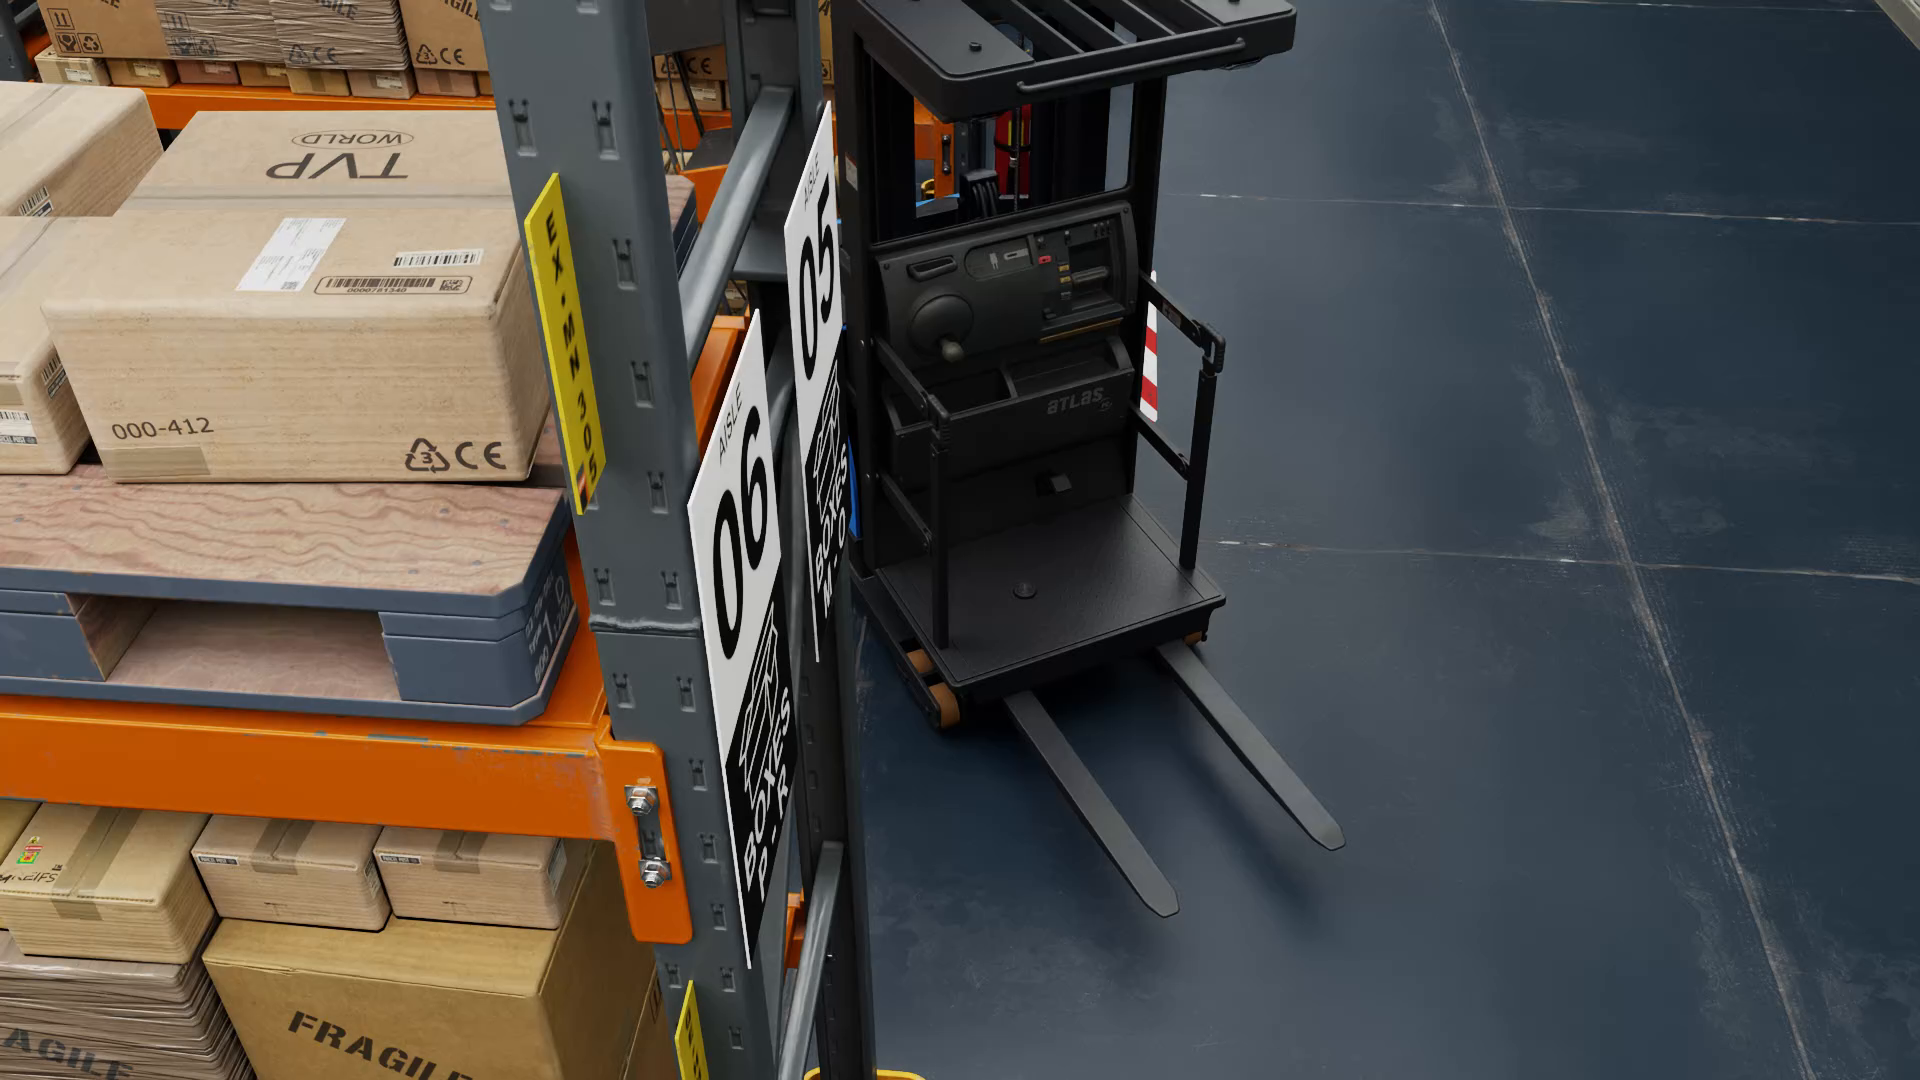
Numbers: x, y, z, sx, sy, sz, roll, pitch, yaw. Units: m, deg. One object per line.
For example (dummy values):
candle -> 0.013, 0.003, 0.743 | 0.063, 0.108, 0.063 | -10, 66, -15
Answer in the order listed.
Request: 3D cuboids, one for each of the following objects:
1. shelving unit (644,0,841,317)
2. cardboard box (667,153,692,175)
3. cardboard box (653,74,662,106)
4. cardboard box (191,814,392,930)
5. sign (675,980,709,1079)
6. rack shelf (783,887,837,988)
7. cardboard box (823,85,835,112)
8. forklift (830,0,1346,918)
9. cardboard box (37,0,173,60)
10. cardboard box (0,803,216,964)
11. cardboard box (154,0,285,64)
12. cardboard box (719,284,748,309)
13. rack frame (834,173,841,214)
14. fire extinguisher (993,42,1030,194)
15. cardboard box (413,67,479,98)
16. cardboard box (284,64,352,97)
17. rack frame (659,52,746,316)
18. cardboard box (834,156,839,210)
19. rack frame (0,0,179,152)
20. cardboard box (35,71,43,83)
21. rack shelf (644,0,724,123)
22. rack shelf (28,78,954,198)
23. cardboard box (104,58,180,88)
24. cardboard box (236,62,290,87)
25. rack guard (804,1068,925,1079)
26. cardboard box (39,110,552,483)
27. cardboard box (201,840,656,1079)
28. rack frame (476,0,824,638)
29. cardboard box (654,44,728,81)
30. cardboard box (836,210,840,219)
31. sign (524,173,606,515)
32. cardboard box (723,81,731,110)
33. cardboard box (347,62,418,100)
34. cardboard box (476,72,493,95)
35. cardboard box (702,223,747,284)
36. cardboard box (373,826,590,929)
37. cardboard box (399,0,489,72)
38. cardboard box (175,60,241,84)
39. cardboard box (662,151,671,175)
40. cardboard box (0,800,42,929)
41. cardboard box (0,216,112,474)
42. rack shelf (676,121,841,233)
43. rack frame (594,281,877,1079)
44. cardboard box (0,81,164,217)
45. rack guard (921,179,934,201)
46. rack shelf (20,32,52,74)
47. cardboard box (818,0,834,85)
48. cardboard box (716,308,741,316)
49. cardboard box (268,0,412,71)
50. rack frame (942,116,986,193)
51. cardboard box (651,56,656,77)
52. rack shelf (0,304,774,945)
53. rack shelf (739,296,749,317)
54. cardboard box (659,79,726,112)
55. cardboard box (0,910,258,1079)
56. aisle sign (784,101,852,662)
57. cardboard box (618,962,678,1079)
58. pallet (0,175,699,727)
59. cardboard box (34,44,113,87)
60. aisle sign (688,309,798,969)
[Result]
shelving unit -> -0.805, -1.427, 6.774 | 0.503, 2.100, 0.431 | -5, 37, 14
cardboard box -> -1.256, -1.689, 7.903 | 0.250, 0.149, 0.380 | 1, 39, 2
cardboard box -> -1.345, -1.979, 7.005 | 0.250, 0.149, 0.380 | 2, 39, 2
cardboard box -> -0.940, 0.385, 2.516 | 0.250, 0.149, 0.380 | 4, 39, 5
sign -> -0.371, 0.755, 2.342 | 0.005, 0.325, 0.100 | 3, 39, 4
rack shelf -> -2.303, 1.125, 3.561 | 4.000, 0.370, 1.077 | 3, 39, 4
cardboard box -> -0.578, -1.943, 6.960 | 0.250, 0.149, 0.380 | 3, 39, 4
forklift -> 0.266, -0.781, 5.388 | 1.130, 2.935, 3.031 | -17, 42, -19
cardboard box -> -3.497, -2.350, 6.946 | 0.500, 0.500, 0.500 | 2, 39, 3
cardboard box -> -1.205, 0.424, 2.468 | 0.250, 0.149, 0.380 | 3, 39, 3
cardboard box -> -3.004, -2.328, 6.919 | 0.500, 0.500, 0.500 | 3, 39, 4
cardboard box -> -1.052, -1.212, 7.553 | 0.250, 0.149, 0.380 | 2, 39, 2
rack frame -> -0.569, -1.450, 6.715 | 0.015, 2.100, 0.400 | -5, 37, 14
fire extinguisher -> 0.227, -1.685, 6.800 | 0.183, 0.674, 0.296 | 3, 39, 4
cardboard box -> -2.128, -2.036, 7.074 | 0.250, 0.149, 0.380 | 5, 39, 6
cardboard box -> -2.665, -2.040, 7.080 | 0.250, 0.149, 0.380 | 4, 39, 5
rack frame -> -1.041, -1.405, 6.832 | 0.015, 2.100, 0.400 | -5, 37, 14
cardboard box -> -0.477, -1.694, 7.909 | 0.250, 0.149, 0.380 | 1, 39, 2
rack frame -> -3.969, -2.381, 7.299 | 0.127, 3.000, 1.000 | 3, 39, 4
cardboard box -> -4.682, -2.072, 7.973 | 0.500, 0.250, 0.500 | 2, 39, 2
rack shelf -> -0.956, -1.960, 6.368 | 0.480, 0.518, 0.431 | -5, 37, 14
rack shelf -> -1.977, -1.993, 7.393 | 4.000, 0.370, 1.077 | 3, 39, 4
cardboard box -> -3.451, -2.095, 7.147 | 0.250, 0.149, 0.380 | 4, 39, 5
cardboard box -> -2.911, -2.095, 7.147 | 0.250, 0.149, 0.380 | 2, 39, 2
rack guard -> -0.286, 1.926, 3.988 | 0.348, 0.500, 1.175 | 3, 39, 4
cardboard box -> -0.766, -0.319, 2.097 | 0.500, 0.250, 0.500 | 0, 39, 0
cardboard box -> -0.811, 0.652, 2.701 | 0.500, 0.500, 0.500 | 4, 39, 5
rack frame -> -0.310, -1.371, 1.306 | 0.127, 3.000, 1.000 | 3, 39, 4
cardboard box -> -0.967, -2.211, 6.776 | 0.500, 0.500, 0.500 | 3, 39, 3
cardboard box -> -0.533, -1.321, 7.451 | 0.250, 0.149, 0.380 | 4, 39, 4
sign -> -0.371, -0.180, 1.580 | 0.005, 0.325, 0.100 | 3, 39, 4
cardboard box -> -0.829, -1.947, 6.965 | 0.250, 0.149, 0.380 | 3, 39, 3
cardboard box -> -2.399, -2.021, 7.056 | 0.250, 0.149, 0.380 | 5, 39, 6
cardboard box -> -1.875, -2.036, 7.074 | 0.250, 0.149, 0.380 | 4, 39, 5
cardboard box -> -1.048, -1.305, 7.431 | 0.250, 0.149, 0.380 | 2, 39, 3
cardboard box -> -0.685, 0.384, 2.518 | 0.250, 0.149, 0.380 | 4, 39, 4
cardboard box -> -1.968, -2.267, 6.844 | 0.500, 0.500, 0.500 | 5, 39, 6
cardboard box -> -3.181, -2.114, 7.170 | 0.250, 0.149, 0.380 | 2, 39, 2
cardboard box -> -1.531, -1.710, 7.929 | 0.250, 0.149, 0.380 | 5, 39, 6
cardboard box -> -1.452, 0.384, 2.517 | 0.250, 0.149, 0.380 | 4, 39, 5
cardboard box -> -1.191, -0.253, 2.095 | 0.250, 0.149, 0.380 | 0, 39, 0
rack shelf -> -0.802, -1.417, 6.782 | 0.480, 0.518, 0.431 | -5, 37, 14
rack frame -> -0.310, 0.955, 3.200 | 0.127, 3.000, 1.000 | 3, 39, 4
cardboard box -> -1.375, -0.516, 2.419 | 0.250, 0.149, 0.380 | 4, 39, 5
rack guard -> -0.060, -1.198, 7.826 | 0.348, 0.500, 1.175 | 3, 39, 4
rack shelf -> -5.962, -2.211, 7.660 | 4.000, 0.370, 1.077 | 3, 39, 4
cardboard box -> -0.454, -2.180, 6.737 | 0.500, 0.500, 0.500 | 4, 39, 5
cardboard box -> -1.047, -1.137, 7.696 | 0.250, 0.149, 0.380 | 3, 39, 4
cardboard box -> -2.505, -2.277, 6.857 | 0.500, 0.500, 0.500 | 2, 39, 3
rack frame -> 0.016, -2.163, 7.032 | 0.127, 3.000, 1.000 | 3, 39, 4
cardboard box -> -1.472, -2.233, 6.802 | 0.500, 0.500, 0.500 | 3, 39, 4
rack shelf -> -2.303, -0.038, 2.614 | 4.000, 0.370, 1.077 | 3, 39, 4
rack shelf -> -0.648, -0.873, 7.195 | 0.480, 0.518, 0.431 | -5, 37, 14
cardboard box -> -1.085, -1.947, 6.964 | 0.250, 0.149, 0.380 | 4, 39, 5
cardboard box -> -1.334, 0.642, 2.714 | 0.500, 0.500, 0.500 | 3, 39, 4
aisle sign -> -0.214, -0.231, 2.599 | 0.004, 0.787, 0.394 | 3, 39, 4
cardboard box -> -0.814, 1.057, 2.996 | 0.500, 0.500, 0.500 | 3, 39, 4
pallet -> -1.050, -0.208, 2.323 | 1.213, 0.211, 1.003 | 3, 39, 4
cardboard box -> -3.715, -2.063, 7.107 | 0.250, 0.149, 0.380 | 4, 39, 5
aisle sign -> -0.265, 0.146, 2.135 | 0.004, 0.787, 0.394 | 3, 39, 4
